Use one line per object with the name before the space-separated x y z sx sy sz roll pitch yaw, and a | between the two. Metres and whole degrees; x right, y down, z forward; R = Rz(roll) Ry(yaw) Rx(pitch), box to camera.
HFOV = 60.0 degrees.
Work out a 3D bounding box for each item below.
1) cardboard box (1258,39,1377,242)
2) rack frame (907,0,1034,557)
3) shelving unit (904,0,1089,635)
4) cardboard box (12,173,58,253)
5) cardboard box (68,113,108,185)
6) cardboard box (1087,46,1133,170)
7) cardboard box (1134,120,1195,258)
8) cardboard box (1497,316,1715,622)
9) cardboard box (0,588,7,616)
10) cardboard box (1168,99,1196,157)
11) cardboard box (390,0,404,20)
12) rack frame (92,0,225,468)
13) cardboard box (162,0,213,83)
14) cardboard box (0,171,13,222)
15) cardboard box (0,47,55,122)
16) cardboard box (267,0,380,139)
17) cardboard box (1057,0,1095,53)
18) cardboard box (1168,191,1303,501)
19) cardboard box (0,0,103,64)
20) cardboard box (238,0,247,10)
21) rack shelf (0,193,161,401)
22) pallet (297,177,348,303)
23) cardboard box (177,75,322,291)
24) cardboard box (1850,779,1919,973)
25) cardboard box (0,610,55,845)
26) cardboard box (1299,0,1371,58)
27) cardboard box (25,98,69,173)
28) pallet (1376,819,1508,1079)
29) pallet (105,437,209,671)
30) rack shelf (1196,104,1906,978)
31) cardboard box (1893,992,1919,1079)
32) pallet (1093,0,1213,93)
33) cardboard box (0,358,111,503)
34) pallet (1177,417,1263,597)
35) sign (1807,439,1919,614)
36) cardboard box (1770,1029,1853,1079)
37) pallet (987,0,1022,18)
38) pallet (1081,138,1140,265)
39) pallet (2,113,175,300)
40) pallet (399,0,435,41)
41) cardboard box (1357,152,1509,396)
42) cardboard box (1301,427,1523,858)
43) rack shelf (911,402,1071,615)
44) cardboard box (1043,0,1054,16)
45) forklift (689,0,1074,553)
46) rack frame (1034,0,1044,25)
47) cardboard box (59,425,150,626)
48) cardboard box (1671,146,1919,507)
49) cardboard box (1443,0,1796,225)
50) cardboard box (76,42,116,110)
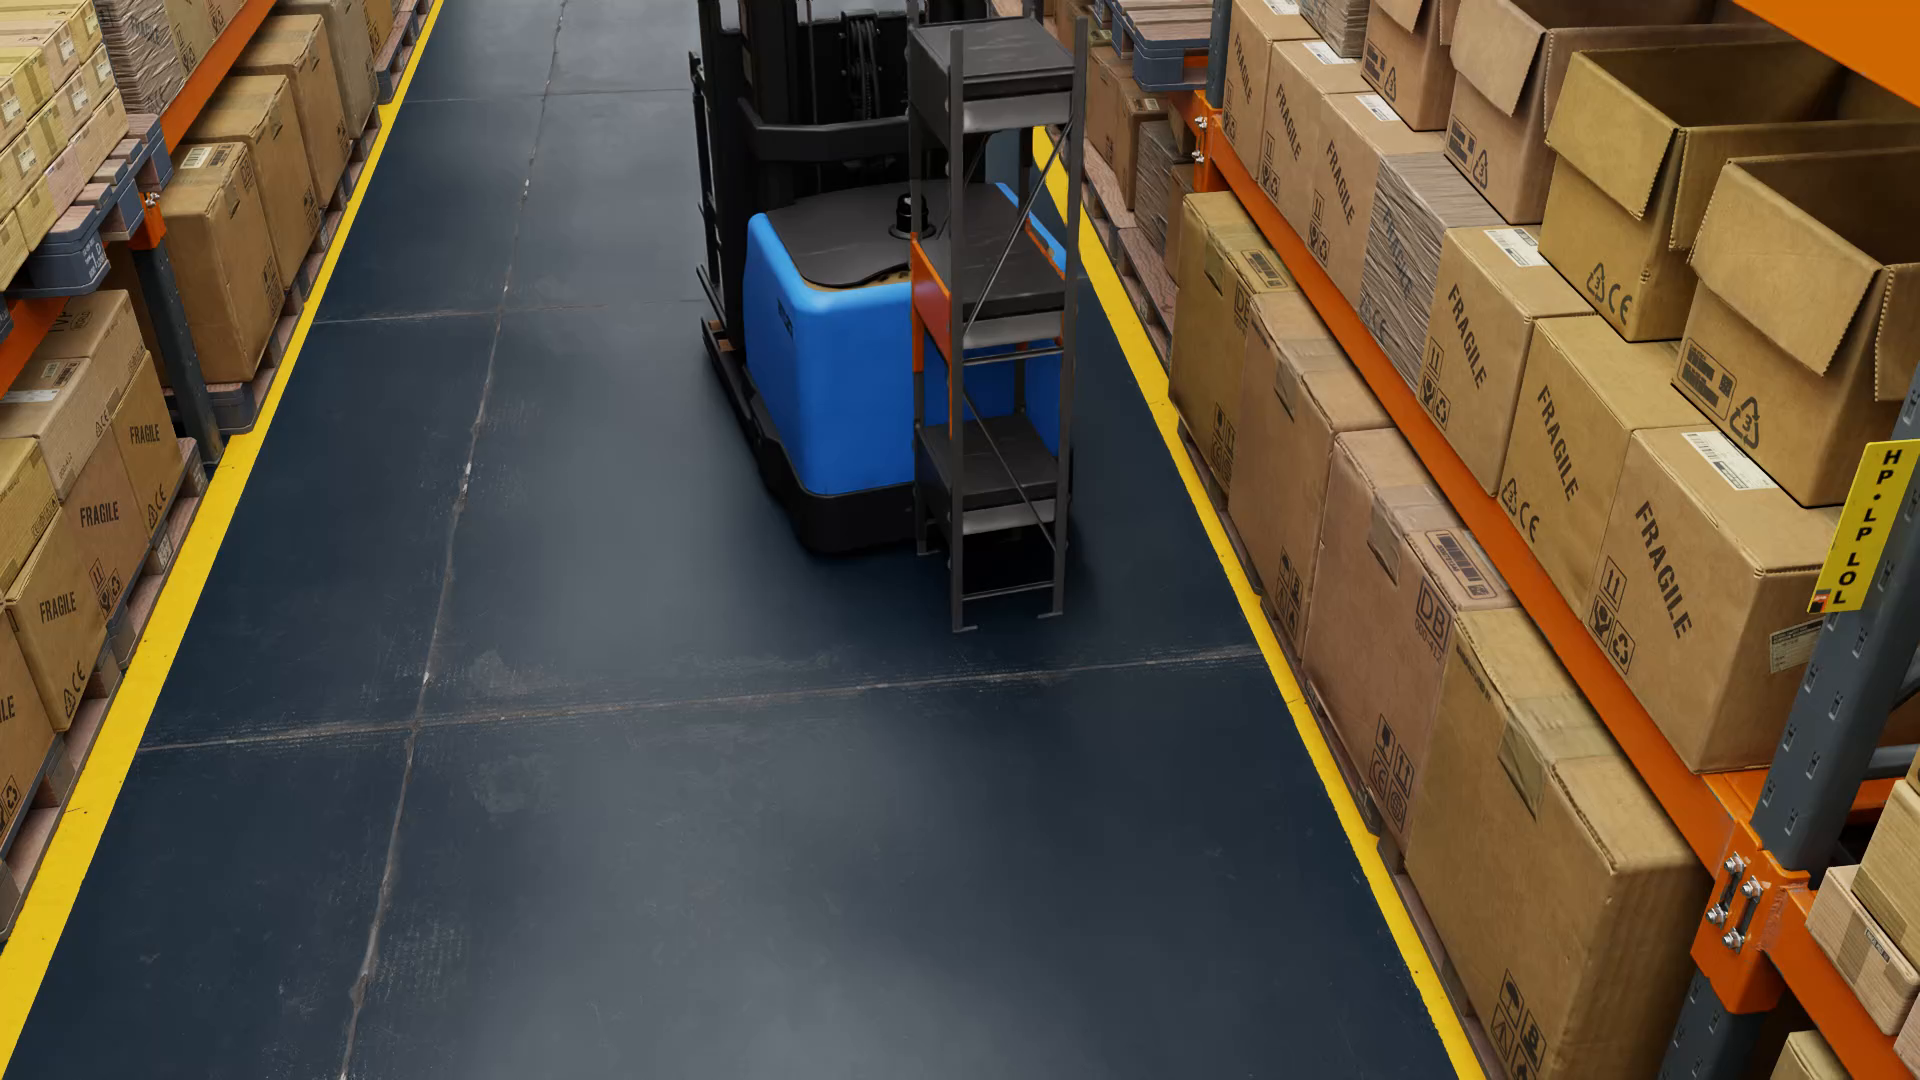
cardboard box | 1.311 -1.312 5.423 0.500 0.500 0.500 -5 35 -8
rack frame | 0.034 -0.838 5.615 0.400 2.100 0.015 -9 35 -13
shelving unit | 0.100 -0.706 5.421 0.431 2.100 0.503 -9 35 -13
cardboard box | -2.866 -0.939 4.814 0.380 0.149 0.250 -5 35 -7
cardboard box | -2.931 -1.222 5.229 0.380 0.149 0.250 -4 35 -7
cardboard box | 1.088 -2.307 8.801 0.700 0.500 0.500 -7 35 -10
cardboard box | 1.247 -1.680 7.881 0.700 0.500 0.500 -7 35 -10
cardboard box | 1.589 -0.177 3.757 0.500 0.500 0.500 -3 34 -5
cardboard box | -2.922 0.236 4.421 0.500 0.250 0.500 -3 34 -5
cardboard box | 1.243 -1.976 7.649 0.500 0.250 0.500 -1 34 -1
cardboard box | -4.163 -3.918 10.849 0.875 0.875 0.875 -4 34 -6
rack frame | -3.484 -1.531 5.833 1.000 3.000 0.127 -4 35 -6
cardboard box | -3.349 -2.127 6.619 0.500 0.500 0.500 -5 35 -7
cardboard box | -2.827 -0.908 4.505 0.380 0.149 0.250 -5 35 -7
cardboard box | -2.897 -1.321 4.847 0.380 0.149 0.250 -3 34 -5
cardboard box | -3.850 -2.668 9.126 1.050 0.750 0.750 -5 35 -7
cardboard box | 0.967 -2.887 9.652 0.700 0.500 0.500 -7 35 -10
cardboard box | 1.516 -0.759 6.214 1.225 0.875 0.875 -6 35 -9
cardboard box | -2.964 -1.608 5.268 0.380 0.149 0.250 -6 35 -8
cardboard box | -3.481 -2.687 7.440 0.500 0.500 0.500 -5 35 -7
rack shelf | -3.215 -0.118 4.398 1.077 0.370 4.000 -4 35 -6
pallet | -3.677 -1.504 8.269 1.003 0.211 1.213 -4 35 -6
cardboard box | -3.598 -1.609 7.573 1.050 0.750 0.750 -4 34 -6
cardboard box | 1.786 0.603 2.571 0.500 0.250 0.500 -5 35 -7
cardboard box | -2.940 0.542 4.639 0.500 0.500 0.500 -4 34 -6
cardboard box | 1.526 -1.897 5.390 0.797 0.503 0.637 -3 34 -5
cardboard box | -2.891 -1.187 4.914 0.380 0.149 0.250 -4 34 -5
pallet | 1.804 1.109 4.435 1.003 0.211 1.213 -4 35 -6
pallet | -3.381 0.057 5.978 1.003 0.211 1.213 -4 35 -6
rack shelf | 1.713 -0.437 4.867 1.077 0.370 4.000 -4 35 -6
cardboard box | 1.728 0.822 2.603 0.380 0.149 0.250 -5 35 -8
pallet | 1.243 -2.161 6.927 1.213 0.211 1.003 -4 35 -6
cardboard box | -3.054 -0.339 5.264 0.500 0.250 0.500 -4 34 -6
pallet | 1.475 -0.252 6.433 1.003 0.211 1.213 -4 35 -6
sign | 1.446 -0.017 2.654 0.100 0.325 0.005 -4 35 -6
cardboard box | 1.991 1.461 2.957 0.875 0.875 0.875 -4 35 -6
pallet | 0.613 -3.985 11.910 1.003 0.211 1.213 -4 35 -6
pallet | 1.180 -1.814 8.724 1.003 0.211 1.213 -4 35 -6
pallet | -3.283 -1.062 5.315 1.213 0.211 1.003 -4 35 -6
pallet | -4.215 -3.723 11.526 1.003 0.211 1.213 -4 35 -6
cardboard box | 1.449 -0.747 4.594 0.500 0.500 0.500 -4 35 -6
cardboard box | 1.755 0.232 4.760 1.225 0.875 0.875 -6 35 -8
rack shelf | 0.100 -0.116 5.823 0.431 0.518 0.480 -9 35 -13
cardboard box | 0.807 -3.768 10.963 0.500 0.500 0.500 6 35 9
forklift | -0.518 -1.992 6.570 1.130 2.935 3.031 -11 36 -15
rack frame | 0.906 -4.083 9.577 1.000 3.000 0.127 -4 35 -6
cardboard box | -3.071 -0.034 5.483 0.500 0.500 0.500 -3 34 -4
cardboard box | 1.888 -0.430 3.238 0.797 0.503 0.637 -5 35 -8
cardboard box | 1.708 -1.159 4.308 0.797 0.503 0.637 -3 34 -5
cardboard box | -2.967 -1.483 5.348 0.380 0.149 0.250 -4 34 -5
